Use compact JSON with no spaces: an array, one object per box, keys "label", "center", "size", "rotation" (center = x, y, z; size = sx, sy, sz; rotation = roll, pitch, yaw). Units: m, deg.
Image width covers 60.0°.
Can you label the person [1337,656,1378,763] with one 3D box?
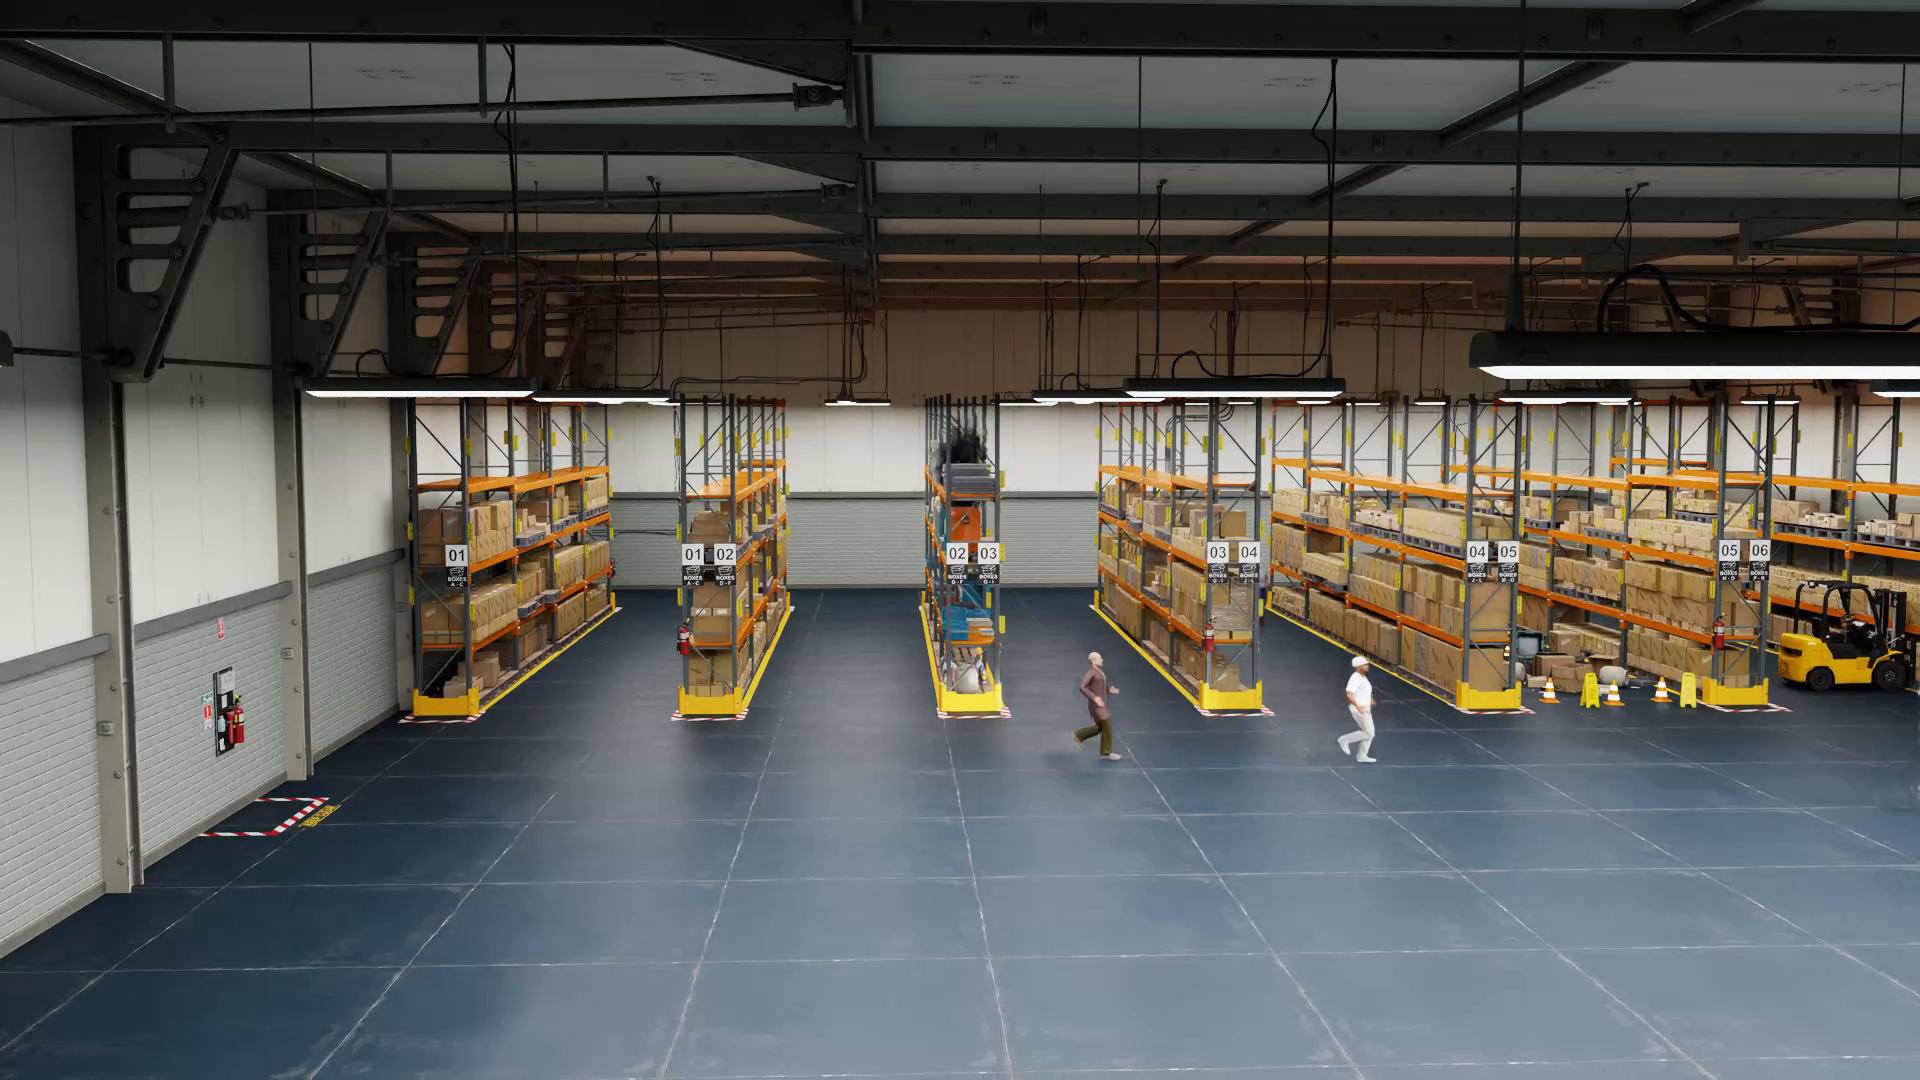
[{"label":"person","center":[6.441,2.739,26.898],"size":[0.618,1.724,0.718],"rotation":[2,5,21]}]

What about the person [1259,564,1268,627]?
[{"label":"person","center":[7.907,1.423,44.150],"size":[0.619,1.657,0.931],"rotation":[0,5,-2]}]

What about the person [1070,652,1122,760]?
[{"label":"person","center":[2.212,2.705,27.157],"size":[0.904,1.745,0.720],"rotation":[2,5,21]}]
